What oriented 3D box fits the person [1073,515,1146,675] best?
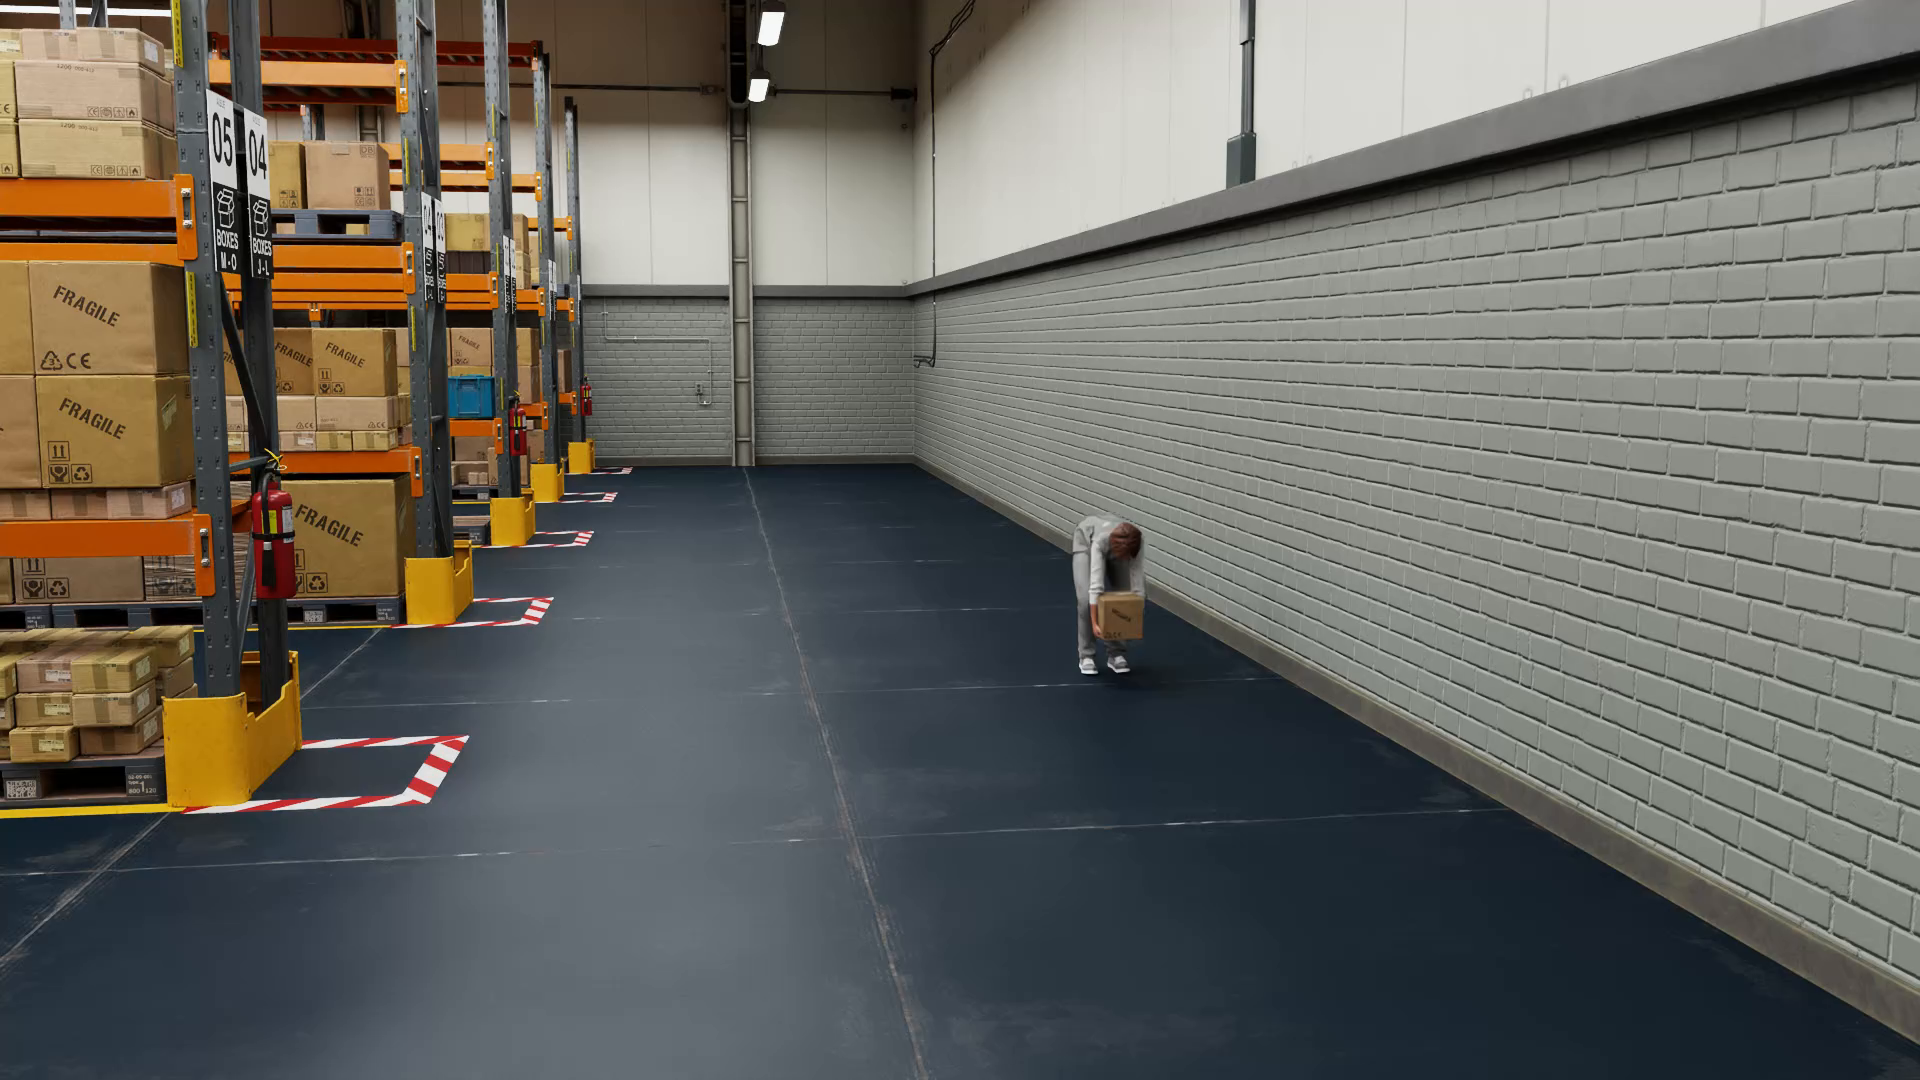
[{"bbox_3d":[0.949,0.364,10.437,0.388,1.012,0.868,-1,7,-11],"label":"person"}]
